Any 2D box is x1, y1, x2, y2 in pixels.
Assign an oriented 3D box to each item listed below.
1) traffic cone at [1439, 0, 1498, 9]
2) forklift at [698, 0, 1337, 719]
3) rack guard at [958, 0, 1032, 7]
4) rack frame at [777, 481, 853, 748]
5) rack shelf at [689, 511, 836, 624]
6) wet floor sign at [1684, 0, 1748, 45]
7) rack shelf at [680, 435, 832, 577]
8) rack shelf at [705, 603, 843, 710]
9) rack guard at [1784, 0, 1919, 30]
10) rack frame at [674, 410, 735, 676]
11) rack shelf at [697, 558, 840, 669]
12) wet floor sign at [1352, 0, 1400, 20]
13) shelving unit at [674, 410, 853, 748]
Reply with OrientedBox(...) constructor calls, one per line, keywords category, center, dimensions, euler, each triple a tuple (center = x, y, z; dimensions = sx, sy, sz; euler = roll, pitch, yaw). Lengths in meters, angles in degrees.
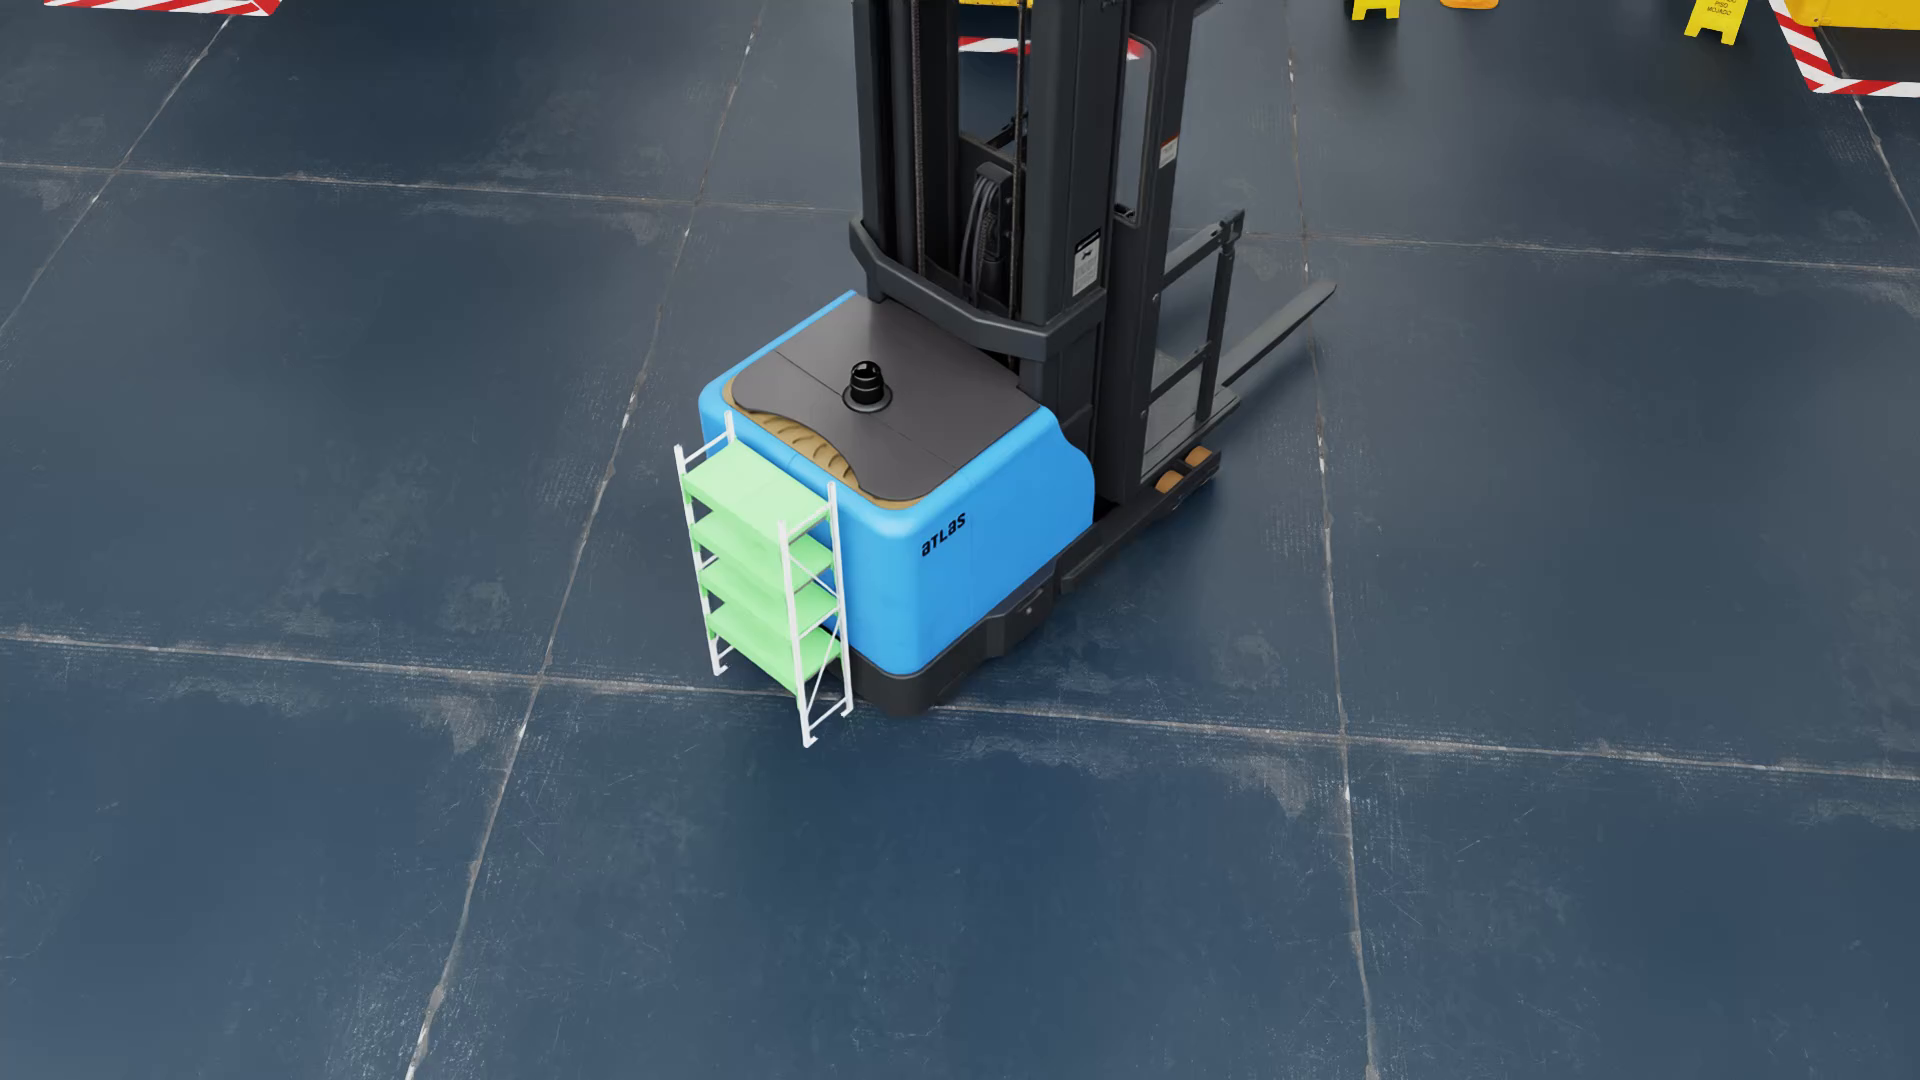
OrientedBox(category="traffic cone", center=(2.940, -3.326, 9.479), dimensions=(0.336, 0.463, 0.334), euler=(4, 48, 4))
OrientedBox(category="forklift", center=(0.437, -1.341, 5.991), dimensions=(1.130, 2.935, 3.031), euler=(34, 56, 27))
OrientedBox(category="rack guard", center=(0.381, -3.352, 9.477), dimensions=(1.175, 0.500, 0.348), euler=(4, 48, 4))
OrientedBox(category="rack frame", center=(-0.483, 0.285, 5.676), dimensions=(0.015, 1.200, 0.240), euler=(34, 56, 27))
OrientedBox(category="rack shelf", center=(-0.663, 0.045, 5.657), dimensions=(0.480, 0.148, 0.258), euler=(34, 56, 27))
OrientedBox(category="wet floor sign", center=(4.239, -3.093, 9.141), dimensions=(0.267, 0.644, 0.232), euler=(19, 50, 17))
OrientedBox(category="rack shelf", center=(-0.663, -0.117, 5.480), dimensions=(0.480, 0.148, 0.258), euler=(34, 56, 27))
OrientedBox(category="rack shelf", center=(-0.663, 0.369, 6.012), dimensions=(0.480, 0.148, 0.258), euler=(34, 56, 27))
OrientedBox(category="rack guard", center=(5.328, -3.167, 9.308), dimensions=(1.175, 0.500, 0.348), euler=(4, 48, 4))
OrientedBox(category="rack frame", center=(-0.843, 0.042, 5.898), dimensions=(0.015, 1.200, 0.240), euler=(34, 56, 27))
OrientedBox(category="rack shelf", center=(-0.663, 0.207, 5.834), dimensions=(0.480, 0.148, 0.258), euler=(34, 56, 27))
OrientedBox(category="wet floor sign", center=(2.352, -3.265, 9.299), dimensions=(0.267, 0.644, 0.232), euler=(-4, 48, -3))
OrientedBox(category="shelving unit", center=(-0.663, 0.164, 5.787), dimensions=(0.503, 1.200, 0.258), euler=(34, 56, 27))
